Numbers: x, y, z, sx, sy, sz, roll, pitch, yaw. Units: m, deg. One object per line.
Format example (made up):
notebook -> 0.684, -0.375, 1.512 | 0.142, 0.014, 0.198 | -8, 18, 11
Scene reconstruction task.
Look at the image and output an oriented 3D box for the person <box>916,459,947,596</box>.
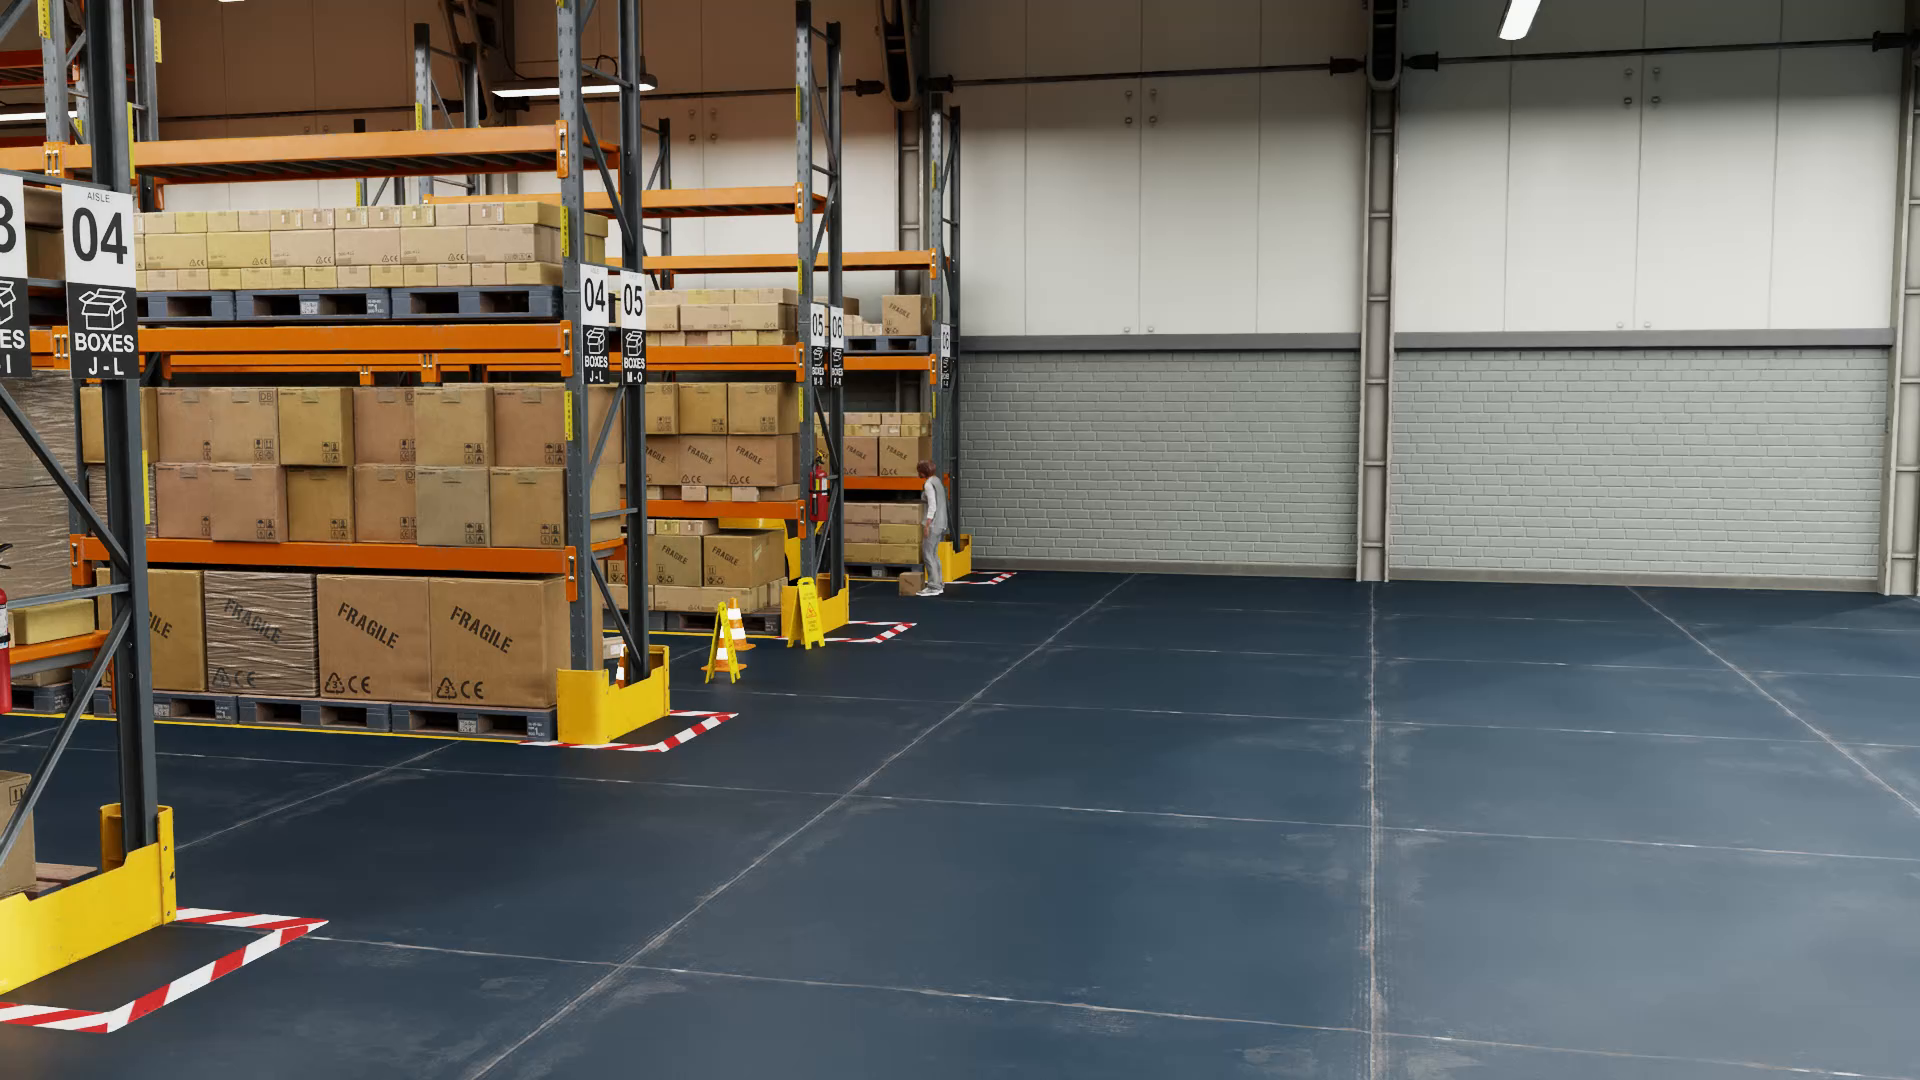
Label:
person -> -0.326, -0.092, 19.343 | 0.347, 1.473, 0.475 | 1, 5, 10
